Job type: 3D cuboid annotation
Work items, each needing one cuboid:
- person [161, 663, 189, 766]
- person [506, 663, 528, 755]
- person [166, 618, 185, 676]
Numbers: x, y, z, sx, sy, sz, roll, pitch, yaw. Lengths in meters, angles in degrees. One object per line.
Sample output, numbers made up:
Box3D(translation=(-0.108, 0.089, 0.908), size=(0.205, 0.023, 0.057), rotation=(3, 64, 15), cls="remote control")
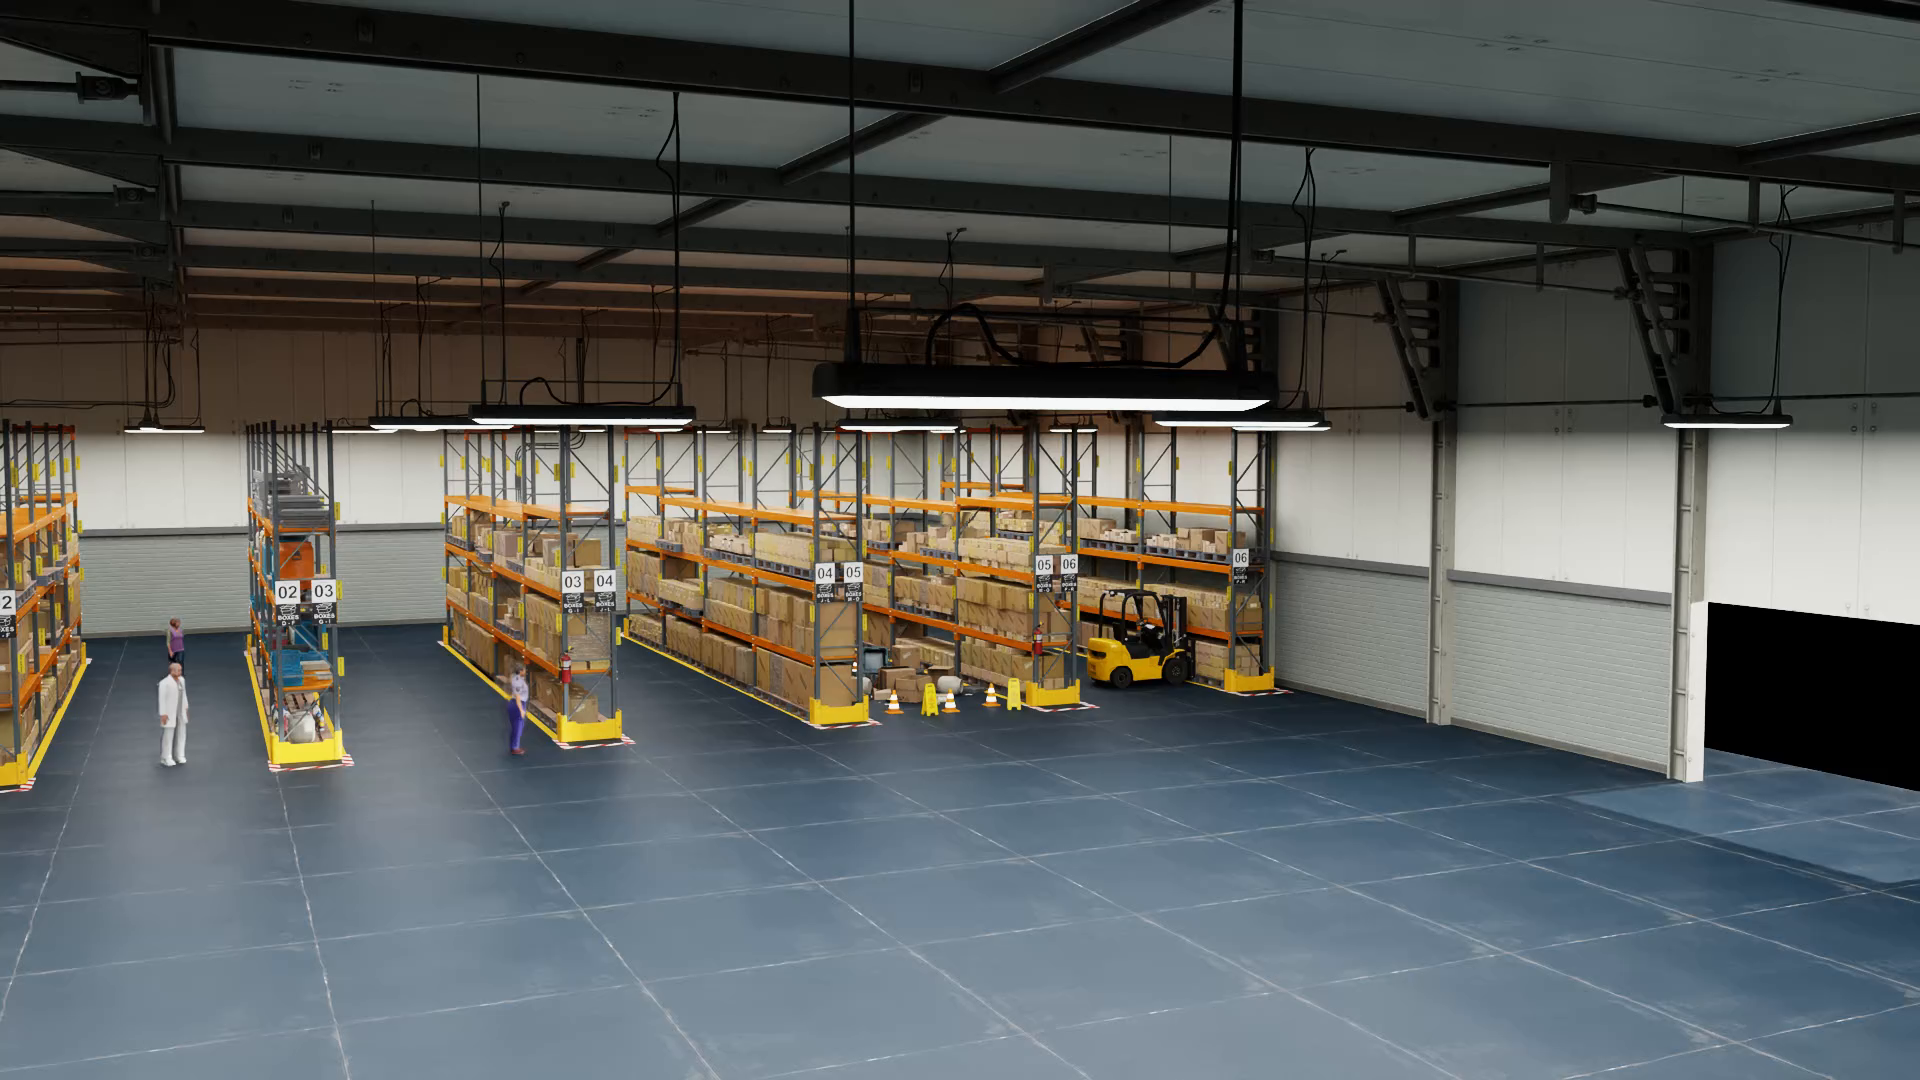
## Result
Box3D(translation=(-13.733, 3.027, 29.016), size=(0.444, 1.796, 0.600), rotation=(1, 4, 20), cls="person")
Box3D(translation=(-7.976, 3.036, 29.973), size=(0.408, 1.648, 0.533), rotation=(0, 4, -3), cls="person")
Box3D(translation=(-17.992, 2.553, 38.144), size=(0.395, 1.556, 0.823), rotation=(-2, 4, -27), cls="person")
